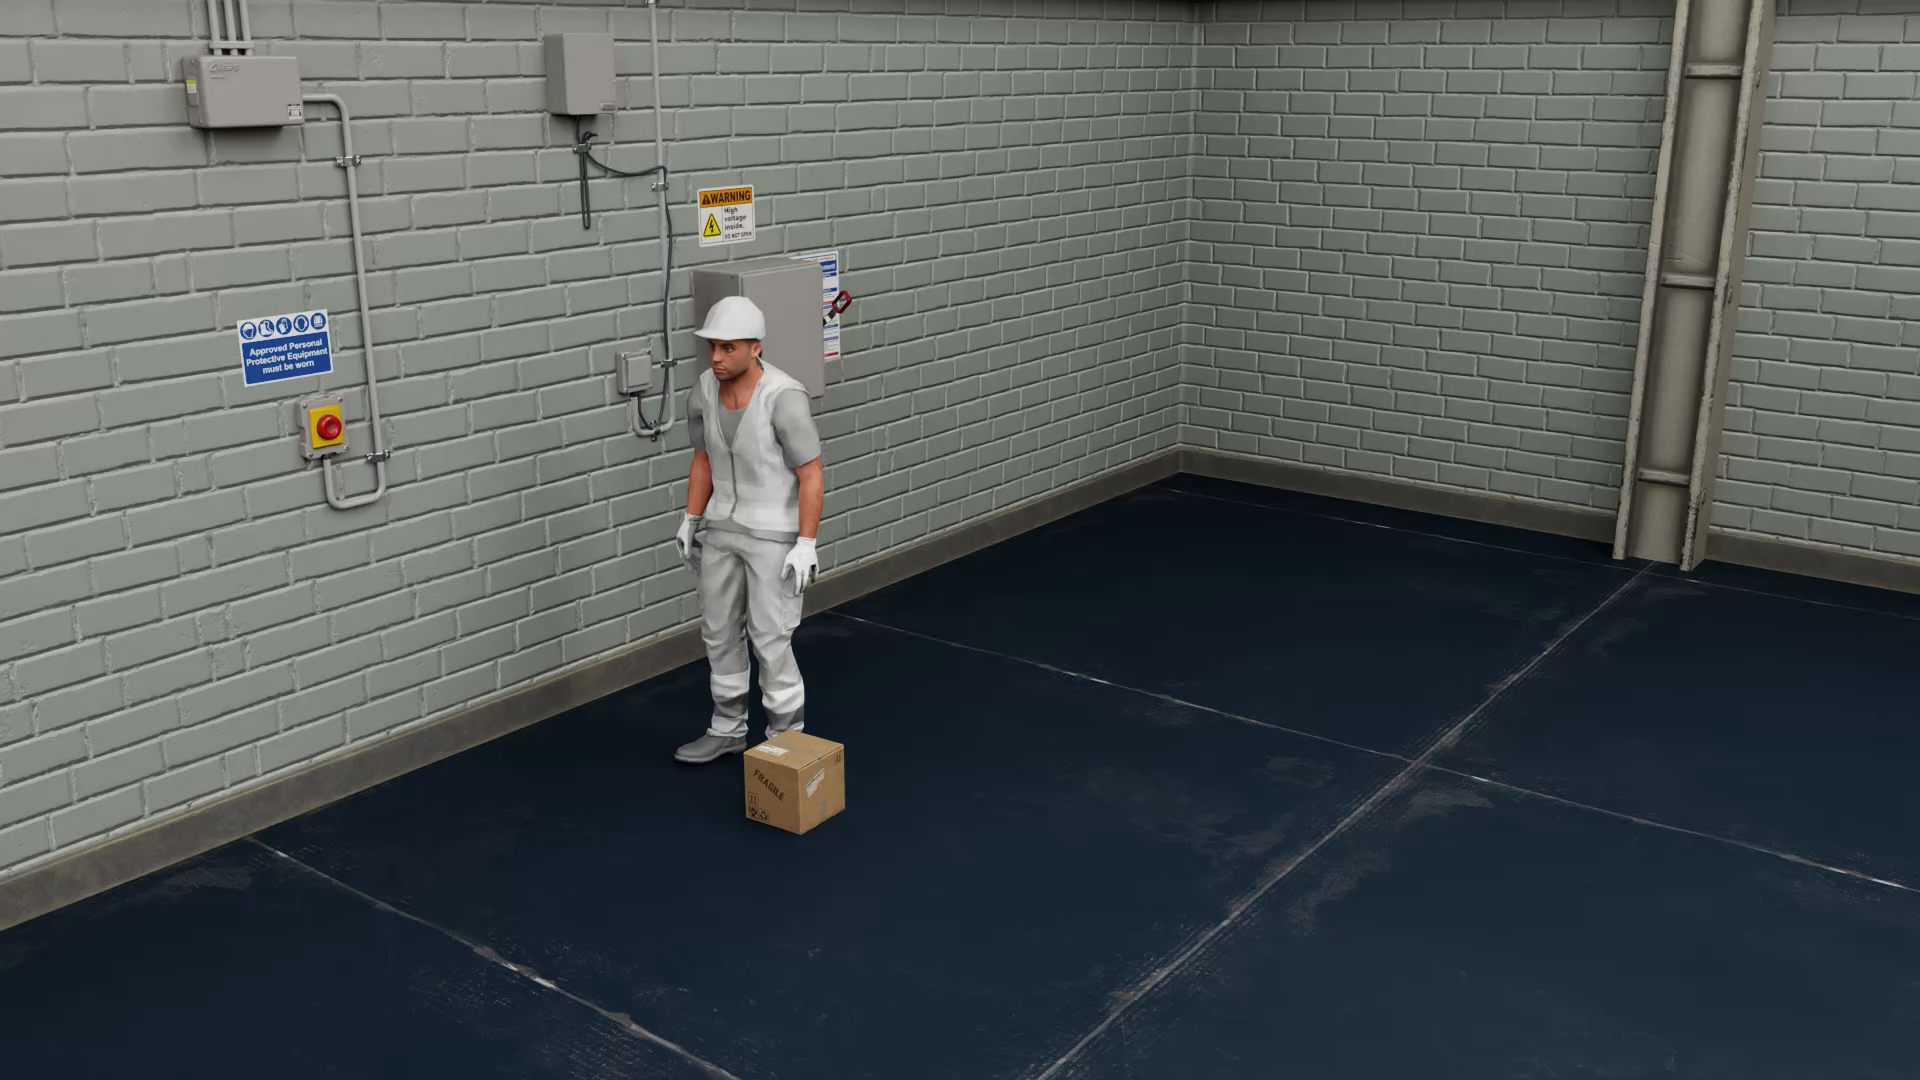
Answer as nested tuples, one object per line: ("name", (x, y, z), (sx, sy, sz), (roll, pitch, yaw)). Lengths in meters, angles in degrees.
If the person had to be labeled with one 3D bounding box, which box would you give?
("person", (-0.765, 0.000, 6.010), (0.618, 1.779, 0.451), (10, 19, 32))
